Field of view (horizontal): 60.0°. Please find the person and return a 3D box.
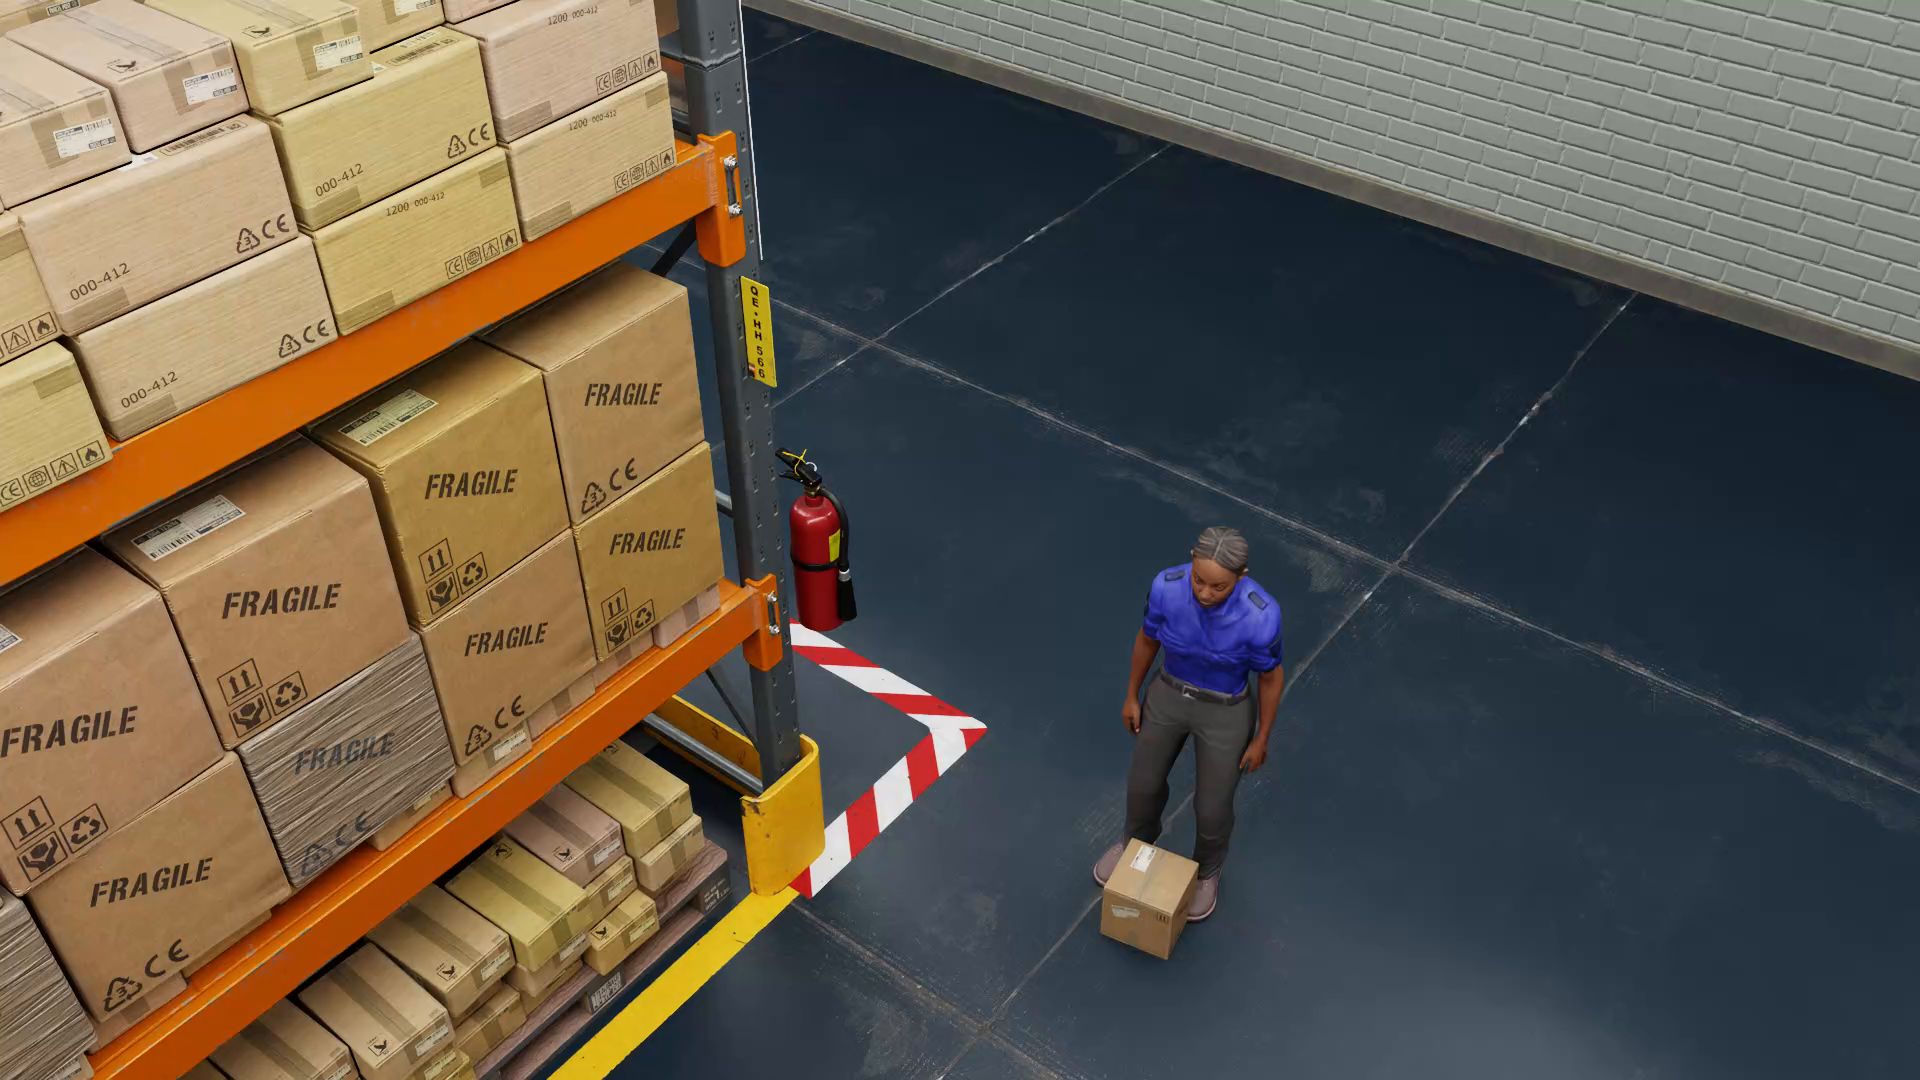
[{"bbox_3d":[0.767,0.572,5.455,0.532,1.655,0.348,18,42,21],"label":"person"}]
